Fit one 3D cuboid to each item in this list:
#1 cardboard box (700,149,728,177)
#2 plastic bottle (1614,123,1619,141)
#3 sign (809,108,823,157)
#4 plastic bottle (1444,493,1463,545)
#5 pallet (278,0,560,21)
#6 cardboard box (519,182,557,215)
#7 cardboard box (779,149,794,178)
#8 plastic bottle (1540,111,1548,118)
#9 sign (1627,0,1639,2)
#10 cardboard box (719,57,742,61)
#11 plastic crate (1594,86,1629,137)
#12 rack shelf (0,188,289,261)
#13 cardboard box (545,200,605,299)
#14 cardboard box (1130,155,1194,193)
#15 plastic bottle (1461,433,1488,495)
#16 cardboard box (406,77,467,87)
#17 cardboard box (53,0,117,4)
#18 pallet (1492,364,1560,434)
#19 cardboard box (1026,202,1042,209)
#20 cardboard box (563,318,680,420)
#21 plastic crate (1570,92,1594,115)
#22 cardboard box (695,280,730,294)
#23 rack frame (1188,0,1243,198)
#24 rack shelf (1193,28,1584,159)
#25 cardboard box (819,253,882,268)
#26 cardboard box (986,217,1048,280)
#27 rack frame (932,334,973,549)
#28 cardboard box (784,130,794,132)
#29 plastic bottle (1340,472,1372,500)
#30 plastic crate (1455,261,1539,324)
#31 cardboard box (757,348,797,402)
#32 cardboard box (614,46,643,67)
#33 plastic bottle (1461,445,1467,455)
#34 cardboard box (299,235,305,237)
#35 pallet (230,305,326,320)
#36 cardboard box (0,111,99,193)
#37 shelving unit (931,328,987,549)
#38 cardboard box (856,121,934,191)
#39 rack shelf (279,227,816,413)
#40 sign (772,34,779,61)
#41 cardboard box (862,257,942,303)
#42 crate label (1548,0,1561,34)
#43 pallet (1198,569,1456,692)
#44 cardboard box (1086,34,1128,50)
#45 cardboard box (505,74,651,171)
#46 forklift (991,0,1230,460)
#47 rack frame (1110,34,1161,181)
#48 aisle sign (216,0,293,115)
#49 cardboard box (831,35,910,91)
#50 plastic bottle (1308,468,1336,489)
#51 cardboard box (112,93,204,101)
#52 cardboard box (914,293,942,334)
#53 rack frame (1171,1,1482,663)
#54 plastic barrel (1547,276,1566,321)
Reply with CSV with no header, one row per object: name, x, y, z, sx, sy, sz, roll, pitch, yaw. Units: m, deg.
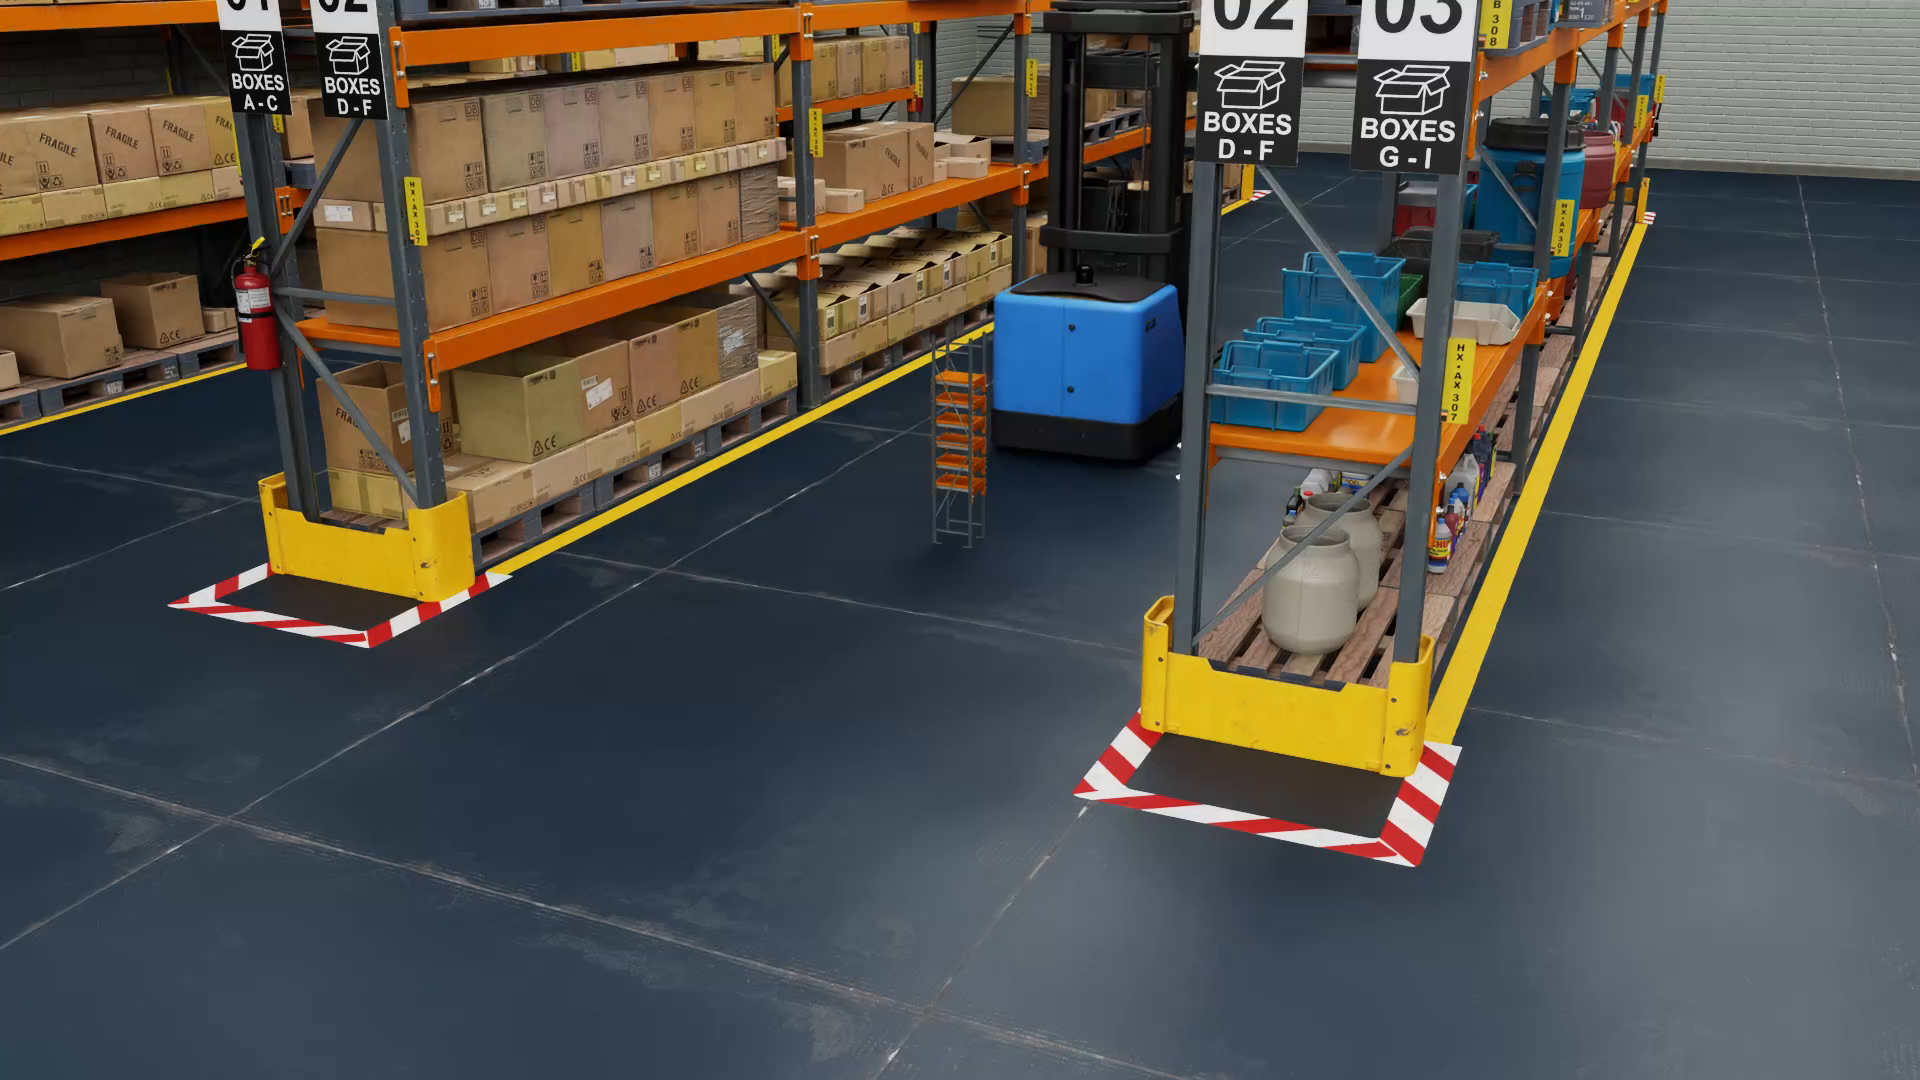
cardboard box,-1.734,-2.452,10.770,0.380,0.149,0.250,9,21,23
plastic bottle,6.370,-3.916,16.178,0.061,0.283,0.133,9,21,23
sign,-0.997,-2.818,11.505,0.100,0.325,0.005,9,21,23
plastic bottle,2.584,-0.113,8.726,0.097,0.271,0.097,0,20,0
pallet,-2.829,-2.810,8.548,1.003,0.211,1.213,9,21,23
cardboard box,-2.470,-1.902,9.224,0.380,0.149,0.250,8,21,22
cardboard box,-2.349,-4.807,21.612,0.700,0.500,0.500,9,21,23
plastic bottle,5.833,-4.114,16.634,0.144,0.351,0.185,9,21,23
sign,5.156,-4.281,12.709,0.100,0.325,0.005,9,21,23
cardboard box,-2.908,-5.436,19.654,0.500,0.500,0.500,9,21,23
plastic crate,6.884,-4.510,17.488,0.402,0.464,0.583,9,21,23
rack shelf,-6.844,-2.176,12.185,1.077,0.370,4.000,9,21,23
cardboard box,-2.520,-1.726,9.695,0.700,0.500,0.500,9,21,23
cardboard box,2.537,-4.500,20.714,0.797,0.503,0.637,9,21,23
plastic bottle,2.934,-0.431,9.502,0.144,0.351,0.185,7,21,20
cardboard box,-5.060,-4.075,15.644,0.700,0.500,0.500,9,21,23
cardboard box,-6.417,-4.081,11.811,0.500,0.500,0.500,8,21,21
pallet,3.798,-1.073,12.171,1.003,0.211,1.213,9,21,23
cardboard box,0.515,-3.177,16.999,0.500,0.500,0.500,8,21,21
cardboard box,-2.103,-1.073,10.366,0.500,0.500,0.500,9,21,23
plastic crate,7.257,-5.153,19.643,0.416,0.233,0.300,9,21,23
cardboard box,-1.979,-1.605,11.863,0.500,0.500,0.500,9,21,23
rack frame,3.410,-6.116,22.191,1.000,3.000,0.127,9,21,23
rack shelf,2.195,-2.230,7.860,1.077,0.370,4.000,9,21,23
cardboard box,-0.977,-2.243,13.939,0.500,0.311,0.500,8,21,22
cardboard box,0.581,-2.800,15.940,0.500,0.500,0.500,10,22,25
rack frame,-0.043,-0.533,9.177,0.240,1.200,0.006,9,21,23
cardboard box,-2.164,-5.414,22.353,0.380,0.149,0.250,9,21,23
plastic bottle,2.199,-0.301,9.247,0.152,0.276,0.135,9,21,23
plastic crate,2.808,-1.322,8.930,0.499,0.251,0.616,9,21,23
cardboard box,-1.494,-1.179,11.783,0.500,0.250,0.500,9,21,23
cardboard box,-3.746,-5.167,17.780,0.500,0.250,0.500,8,21,22
plastic bottle,2.881,-0.510,9.723,0.144,0.351,0.185,9,21,23
cardboard box,-5.573,-2.548,15.232,0.700,0.500,0.500,8,21,22
pallet,-5.707,-2.051,14.921,1.003,0.211,1.213,9,21,23
cardboard box,-6.564,-2.767,11.847,0.500,0.500,0.500,9,22,24
shelving unit,-0.006,-0.561,9.255,0.258,1.200,0.189,9,21,23
cardboard box,-0.538,-3.203,13.849,0.500,0.500,0.500,7,21,20
rack shelf,-2.323,-1.498,10.277,1.077,0.370,4.000,9,21,23
sign,-2.250,-6.009,20.279,0.100,0.325,0.005,9,21,23
cardboard box,-0.479,-2.177,13.753,0.500,0.311,0.500,9,22,24
crate label,2.444,-2.415,7.527,0.502,0.251,0.408,9,21,23
pallet,1.701,0.492,7.770,1.003,0.211,1.213,9,21,23
cardboard box,1.743,-5.602,19.103,0.500,0.500,0.500,9,21,23
cardboard box,-2.296,-2.510,9.964,0.700,0.500,0.500,9,21,23
forklift,1.251,-2.349,11.699,1.130,2.935,3.031,8,21,22
rack frame,1.772,-4.894,18.752,1.000,3.000,0.127,9,21,23
aisle sign,-3.437,-2.470,8.059,0.394,0.787,0.004,9,21,23
cardboard box,-1.310,-6.779,23.606,0.980,0.700,0.700,10,22,25
plastic bottle,1.977,-0.292,9.110,0.144,0.351,0.185,10,22,25
cardboard box,-6.408,-3.304,13.357,0.500,0.500,0.500,8,21,21
cardboard box,-0.483,-1.910,13.839,0.500,0.250,0.500,9,21,24
rack frame,1.376,-0.545,6.523,1.000,3.000,0.127,9,21,23
plastic barrel,4.836,-2.317,14.120,0.600,0.830,0.708,9,21,23
